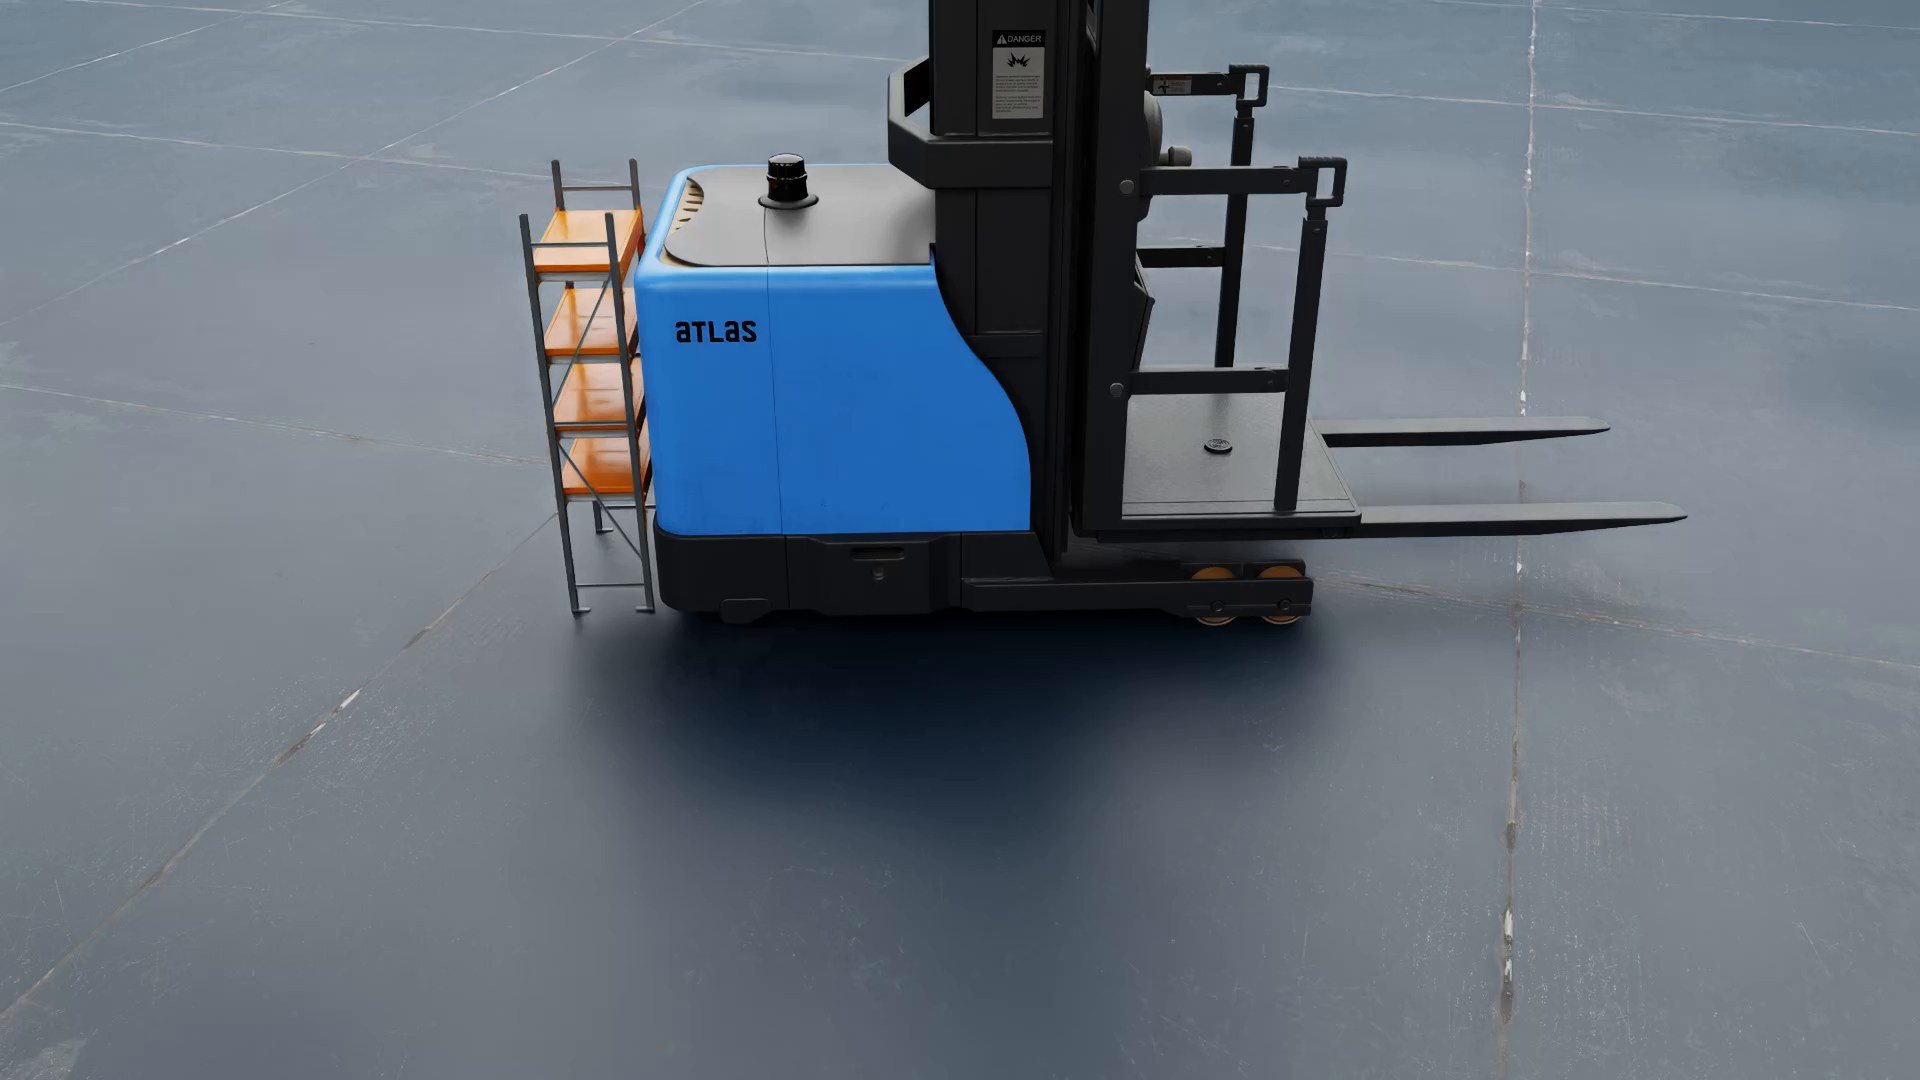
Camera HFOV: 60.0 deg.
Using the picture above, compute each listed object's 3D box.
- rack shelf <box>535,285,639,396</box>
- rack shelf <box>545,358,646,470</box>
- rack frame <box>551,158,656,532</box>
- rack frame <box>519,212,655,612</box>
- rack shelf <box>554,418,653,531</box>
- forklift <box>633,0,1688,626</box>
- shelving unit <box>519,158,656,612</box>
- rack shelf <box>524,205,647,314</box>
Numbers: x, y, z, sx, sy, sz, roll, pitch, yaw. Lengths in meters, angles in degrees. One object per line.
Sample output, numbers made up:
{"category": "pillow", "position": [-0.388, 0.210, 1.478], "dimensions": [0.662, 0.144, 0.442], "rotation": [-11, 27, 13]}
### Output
{"category": "rack shelf", "position": [-1.029, -0.574, 4.726], "dimensions": [0.258, 0.148, 0.480], "rotation": [-1, 29, -2]}
{"category": "rack shelf", "position": [-1.029, -0.378, 4.834], "dimensions": [0.258, 0.148, 0.480], "rotation": [-1, 29, -2]}
{"category": "rack frame", "position": [-1.040, -0.556, 5.015], "dimensions": [0.240, 1.200, 0.015], "rotation": [-1, 29, -2]}
{"category": "rack frame", "position": [-1.018, -0.319, 4.589], "dimensions": [0.240, 1.200, 0.015], "rotation": [-1, 29, -2]}
{"category": "rack shelf", "position": [-1.029, -0.205, 4.931], "dimensions": [0.258, 0.148, 0.480], "rotation": [-1, 29, -2]}
{"category": "forklift", "position": [0.630, -1.292, 4.557], "dimensions": [3.031, 2.935, 1.130], "rotation": [-1, 29, -2]}
{"category": "shelving unit", "position": [-1.029, -0.437, 4.802], "dimensions": [0.258, 1.200, 0.503], "rotation": [-1, 29, -2]}
{"category": "rack shelf", "position": [-1.029, -0.781, 4.611], "dimensions": [0.258, 0.148, 0.480], "rotation": [-1, 29, -2]}
